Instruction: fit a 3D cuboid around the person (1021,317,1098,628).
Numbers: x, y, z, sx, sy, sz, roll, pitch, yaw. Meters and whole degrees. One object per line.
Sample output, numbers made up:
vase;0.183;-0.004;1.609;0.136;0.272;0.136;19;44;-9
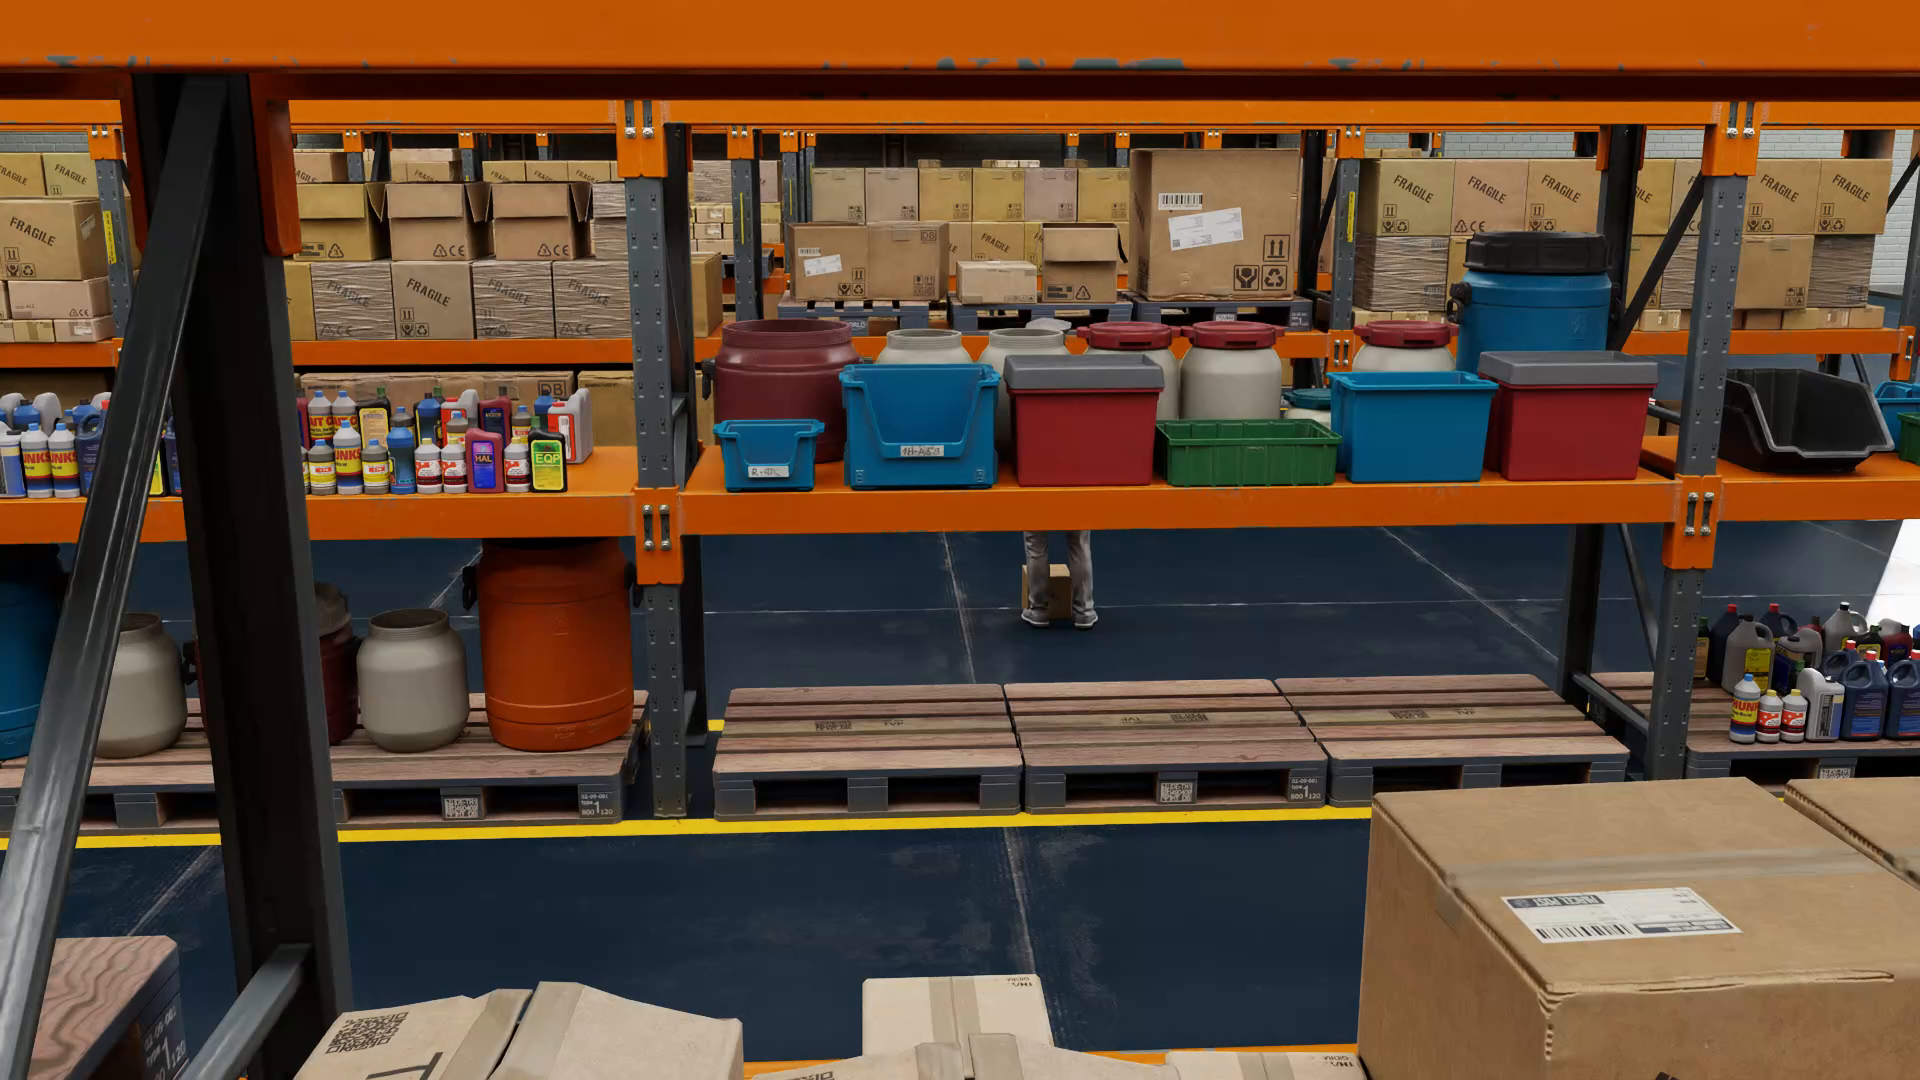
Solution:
person;0.504;-0.344;8.904;0.535;1.663;0.404;-1;14;-4
